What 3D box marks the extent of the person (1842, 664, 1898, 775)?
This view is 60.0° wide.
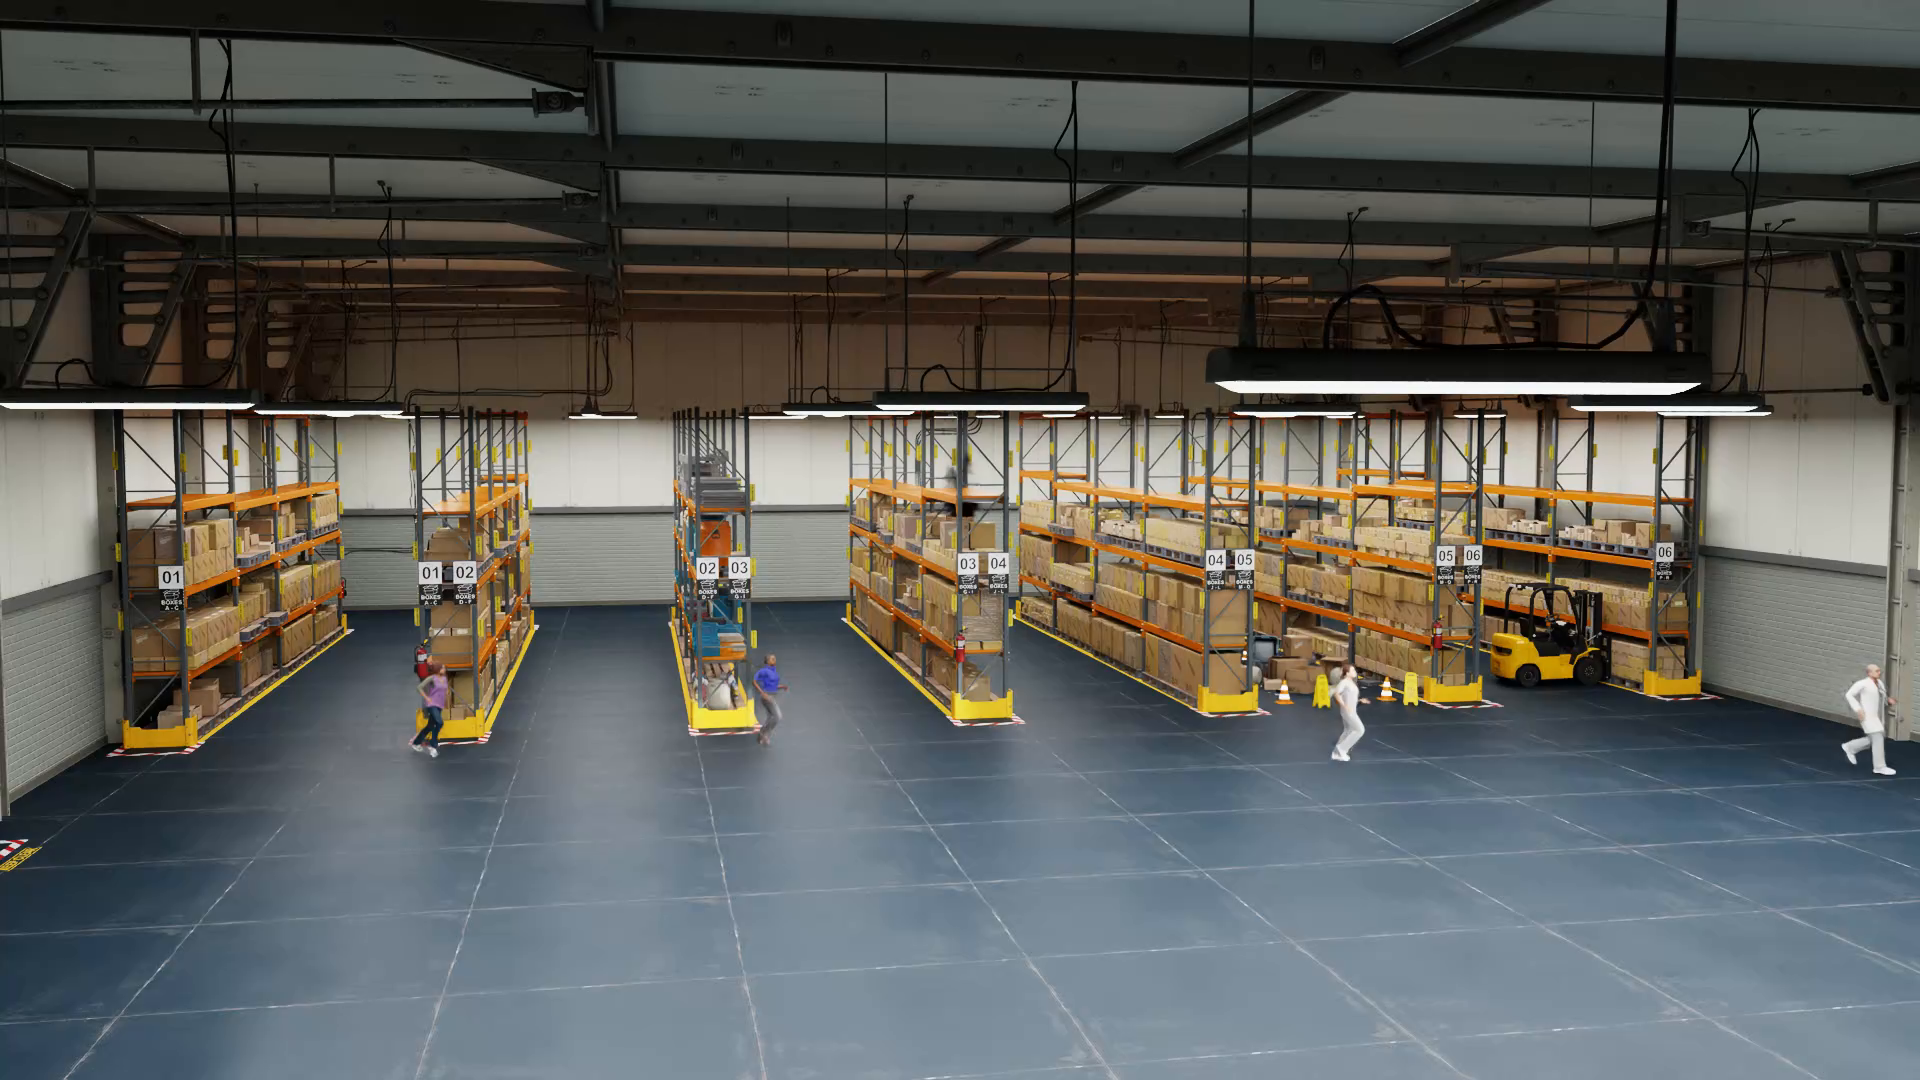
[{"bbox_3d":[14.837,2.895,27.129,0.709,1.756,0.971,-2,5,-29],"label":"person"}]

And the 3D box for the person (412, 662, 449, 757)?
[{"bbox_3d":[-9.127,2.921,28.756,0.641,1.563,0.632,1,4,20],"label":"person"}]

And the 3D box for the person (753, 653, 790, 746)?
[{"bbox_3d":[-3.324,2.817,29.377,0.624,1.633,0.546,1,4,20],"label":"person"}]

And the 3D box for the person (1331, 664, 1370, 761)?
[{"bbox_3d":[6.570,2.901,27.972,0.615,1.631,0.539,2,4,24],"label":"person"}]
